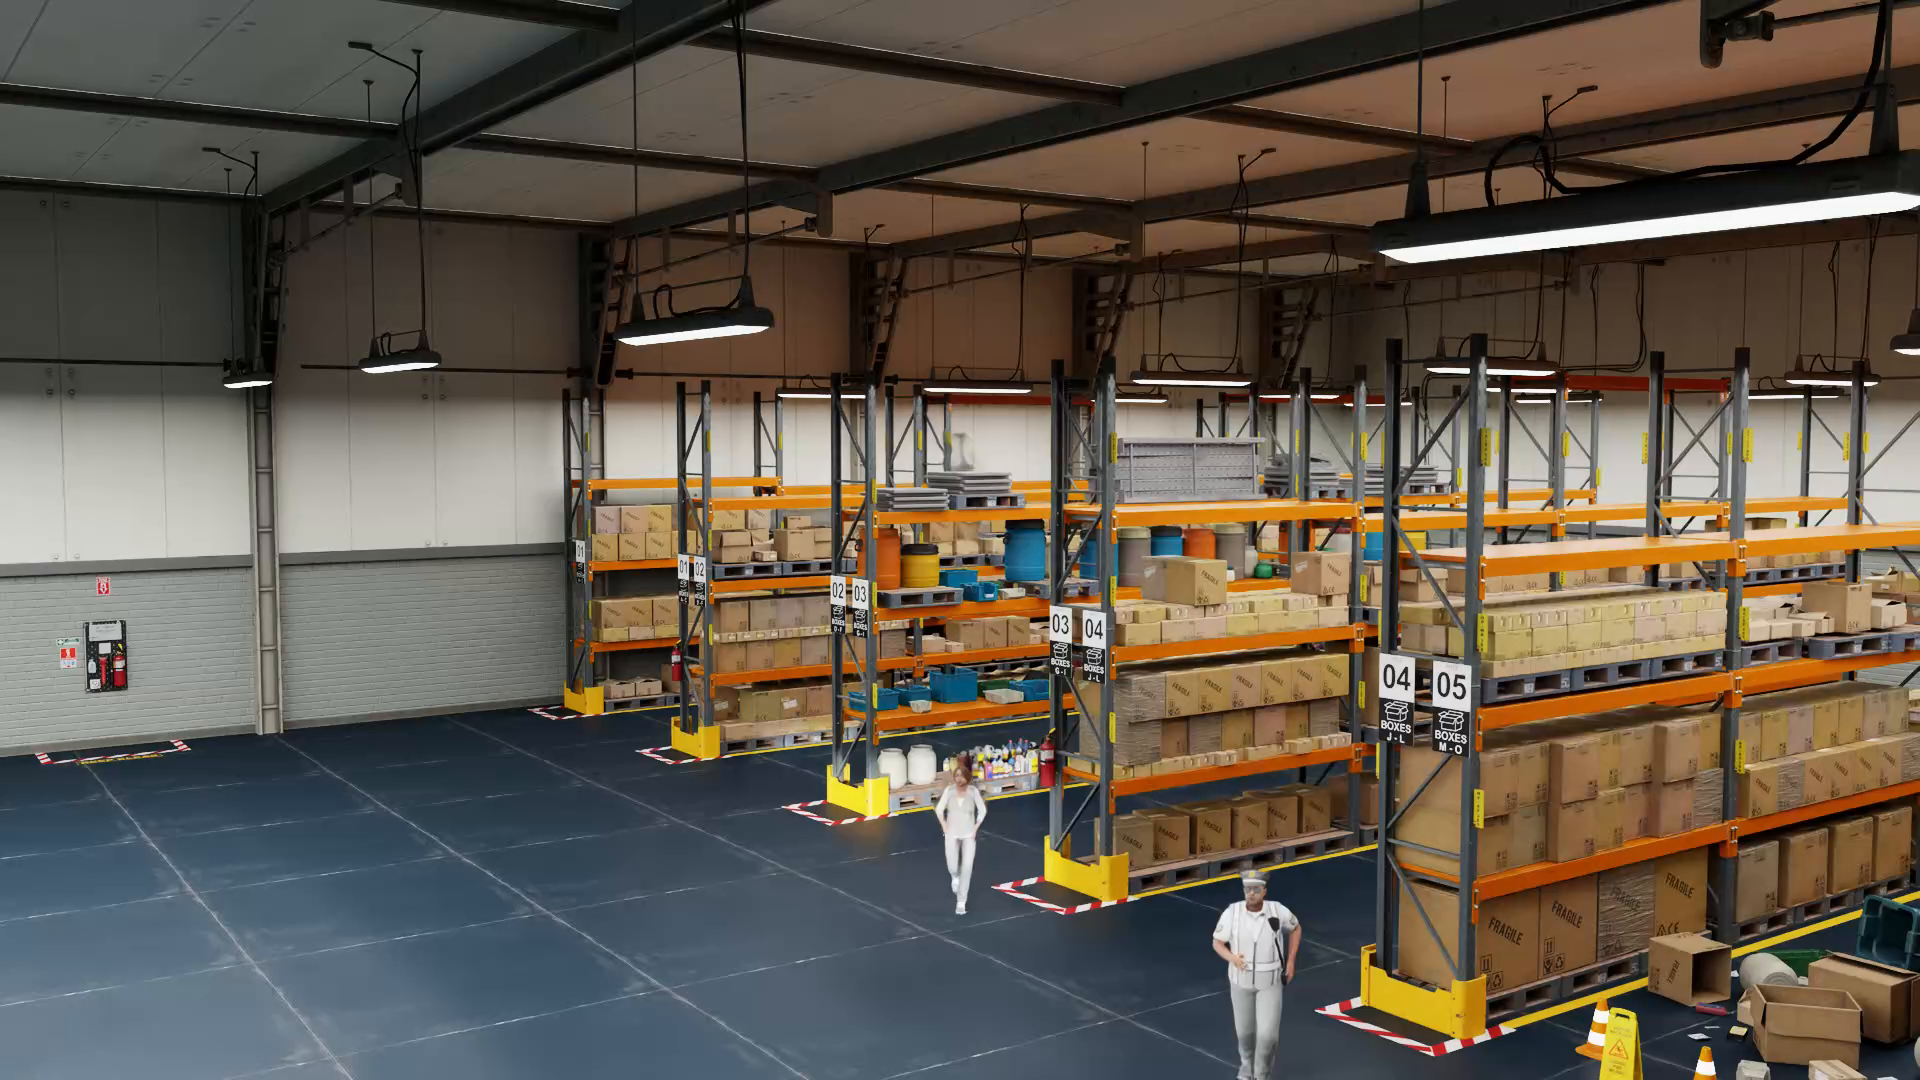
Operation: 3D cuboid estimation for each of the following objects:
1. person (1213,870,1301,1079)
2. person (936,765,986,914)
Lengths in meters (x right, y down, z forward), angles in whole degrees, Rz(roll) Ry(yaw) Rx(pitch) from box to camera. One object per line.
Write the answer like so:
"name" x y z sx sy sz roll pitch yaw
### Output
"person" 2.302 3.464 12.968 0.660 1.842 0.754 1 4 17
"person" 0.011 3.227 18.127 0.552 1.589 0.616 0 4 3
